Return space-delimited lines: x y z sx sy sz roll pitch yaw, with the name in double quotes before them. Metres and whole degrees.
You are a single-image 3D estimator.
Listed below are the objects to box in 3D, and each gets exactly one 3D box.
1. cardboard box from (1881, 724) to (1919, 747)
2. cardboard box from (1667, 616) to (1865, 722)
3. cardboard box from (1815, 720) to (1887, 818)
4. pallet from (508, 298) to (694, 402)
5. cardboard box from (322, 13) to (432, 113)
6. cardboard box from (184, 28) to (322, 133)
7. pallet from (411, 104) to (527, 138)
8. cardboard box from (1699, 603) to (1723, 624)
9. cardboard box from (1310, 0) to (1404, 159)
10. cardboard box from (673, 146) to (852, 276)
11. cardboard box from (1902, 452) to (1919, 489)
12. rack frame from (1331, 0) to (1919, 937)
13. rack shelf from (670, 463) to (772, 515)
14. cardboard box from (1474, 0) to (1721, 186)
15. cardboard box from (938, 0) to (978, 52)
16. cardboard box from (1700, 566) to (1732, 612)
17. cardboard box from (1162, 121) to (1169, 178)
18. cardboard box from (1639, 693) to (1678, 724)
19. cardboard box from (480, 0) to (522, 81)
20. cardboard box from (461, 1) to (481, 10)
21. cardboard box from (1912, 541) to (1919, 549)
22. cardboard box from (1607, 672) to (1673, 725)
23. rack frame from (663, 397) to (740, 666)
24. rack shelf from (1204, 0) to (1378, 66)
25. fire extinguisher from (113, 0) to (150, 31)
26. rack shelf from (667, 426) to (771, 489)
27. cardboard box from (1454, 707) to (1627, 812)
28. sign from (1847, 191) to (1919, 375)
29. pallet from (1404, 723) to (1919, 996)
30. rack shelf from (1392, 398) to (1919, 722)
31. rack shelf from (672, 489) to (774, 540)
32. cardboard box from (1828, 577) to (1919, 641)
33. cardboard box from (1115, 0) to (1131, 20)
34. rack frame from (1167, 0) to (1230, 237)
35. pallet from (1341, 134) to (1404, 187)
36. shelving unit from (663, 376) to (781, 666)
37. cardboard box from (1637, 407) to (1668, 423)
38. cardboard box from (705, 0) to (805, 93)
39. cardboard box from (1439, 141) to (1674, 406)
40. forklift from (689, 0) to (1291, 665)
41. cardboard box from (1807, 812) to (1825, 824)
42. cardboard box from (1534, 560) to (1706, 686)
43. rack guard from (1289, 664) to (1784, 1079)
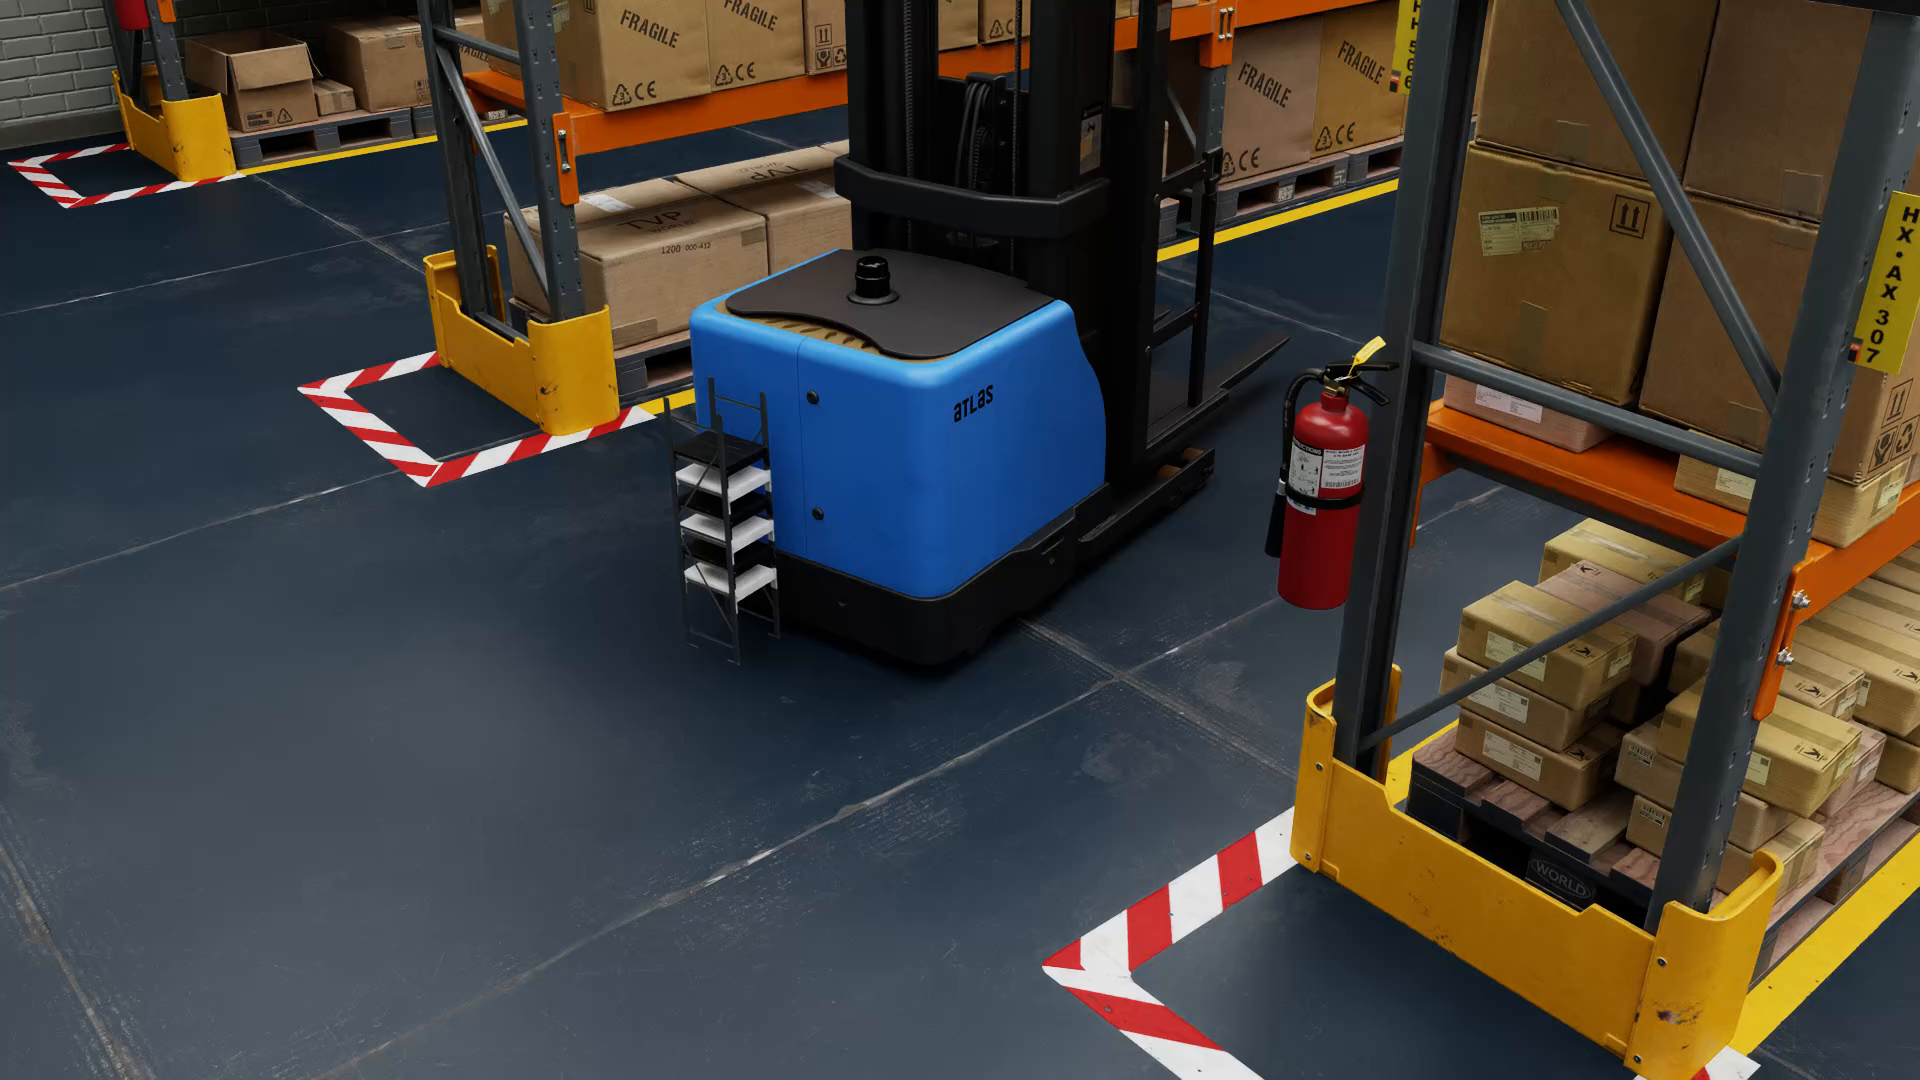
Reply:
"cardboard box" 2.547 0.386 4.609 0.250 0.149 0.380 -21 34 -33
"cardboard box" 2.093 0.367 4.329 0.250 0.149 0.380 -21 35 -34
"cardboard box" 2.152 0.532 4.335 0.250 0.149 0.380 -22 35 -35
"pallet" -1.390 -1.064 8.017 1.213 0.211 1.003 -22 35 -35
"cardboard box" -3.970 -3.283 11.418 0.500 0.500 0.700 -20 34 -33
"cardboard box" -4.645 -3.037 10.954 0.637 0.503 0.797 -24 36 -37
"pallet" -3.581 -3.208 12.030 1.213 0.211 1.003 -22 35 -35
"cardboard box" 2.224 0.195 4.966 0.250 0.149 0.380 -22 35 -35
"cardboard box" 2.197 -2.990 10.472 0.875 0.875 0.875 -21 34 -34
"cardboard box" -0.820 -1.597 8.329 0.875 0.438 0.875 -21 34 -34
"cardboard box" 1.968 -0.241 3.784 0.250 0.149 0.380 -20 34 -33
"rack frame" 1.342 -0.277 3.586 0.127 3.000 1.000 -22 35 -35
"rack shelf" -0.766 -0.184 5.329 0.258 0.077 0.200 18 33 30
"cardboard box" 1.529 -1.123 3.685 0.500 0.500 0.500 -23 36 -36
"cardboard box" -0.261 -2.582 7.793 0.500 0.500 0.500 -21 34 -33
"cardboard box" 2.161 0.042 4.936 0.250 0.149 0.380 -24 36 -37
"cardboard box" 0.548 -2.146 9.357 0.875 0.438 0.875 -22 35 -36
"cardboard box" 1.994 0.394 4.909 0.250 0.149 0.380 -22 35 -35
"cardboard box" -1.752 -2.308 7.279 0.500 0.500 0.500 -22 35 -35
"cardboard box" -3.180 -3.601 12.012 0.500 0.500 0.700 -23 36 -37
"cardboard box" 2.950 0.085 4.857 0.250 0.149 0.380 -21 35 -34
"cardboard box" 1.792 0.339 4.696 0.250 0.149 0.380 -23 36 -36
"rack frame" -0.824 -0.016 5.325 0.240 0.900 0.006 18 33 30
"rack shelf" 2.617 -3.539 10.454 4.000 0.370 1.077 -22 35 -35
"fire extinguisher" -4.984 -3.390 9.889 0.183 0.674 0.296 -22 35 -35
"rack shelf" -0.766 -0.264 5.287 0.258 0.077 0.200 18 33 30
"cardboard box" 1.607 0.559 4.600 0.250 0.149 0.380 -21 35 -34
"sign" 1.694 -0.464 3.018 0.005 0.325 0.100 -22 35 -35
"pallet" 2.041 0.694 4.728 1.213 0.211 1.003 -22 35 -35
"rack shelf" 2.864 -0.572 4.900 4.000 0.370 1.077 -22 35 -35
"rack shelf" -0.766 -0.105 5.372 0.258 0.077 0.200 18 33 30
"cardboard box" 2.503 0.230 4.585 0.250 0.149 0.380 -24 36 -37
"cardboard box" 0.521 -2.896 8.380 0.500 0.500 0.500 -23 36 -36
"rack frame" 1.095 -3.245 9.139 0.127 3.000 1.000 -22 35 -35
"pallet" 2.562 -2.653 10.991 1.213 0.211 1.003 -22 35 -35
"shelving unit" -0.766 -0.055 5.398 0.258 0.900 0.210 18 33 30
"cardboard box" 1.620 -0.430 4.139 0.250 0.149 0.380 -22 35 -35
"cardboard box" -1.029 -2.274 7.216 0.500 0.500 0.500 -22 35 -36
"cardboard box" 1.517 -0.682 3.922 0.500 0.500 0.500 -21 35 -34
"forklift" 0.358 -1.534 6.011 1.130 2.935 3.031 18 33 30
"cardboard box" 2.094 0.640 4.449 0.250 0.149 0.380 -22 35 -35
"cardboard box" 1.809 0.224 4.597 0.250 0.149 0.380 -21 35 -34
"rack guard" 1.400 0.802 4.219 0.348 0.500 1.175 -22 35 -35
